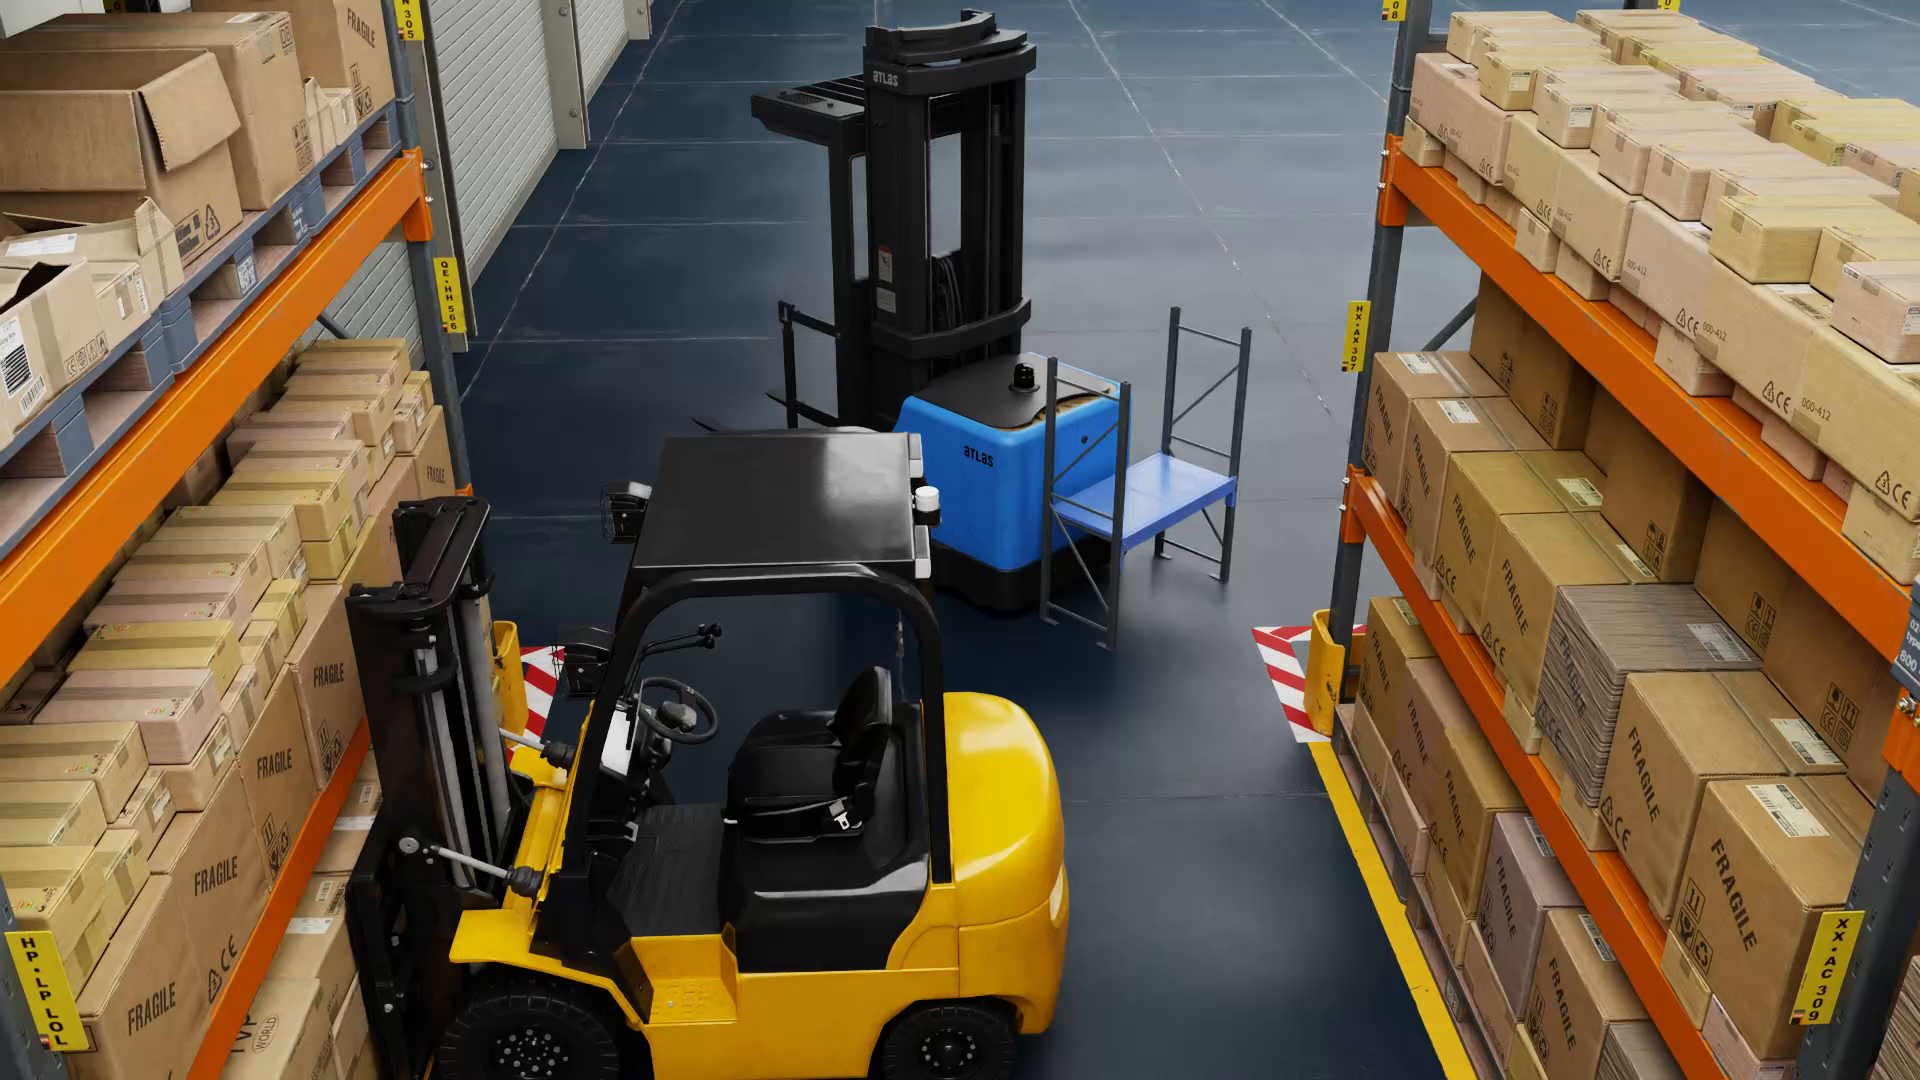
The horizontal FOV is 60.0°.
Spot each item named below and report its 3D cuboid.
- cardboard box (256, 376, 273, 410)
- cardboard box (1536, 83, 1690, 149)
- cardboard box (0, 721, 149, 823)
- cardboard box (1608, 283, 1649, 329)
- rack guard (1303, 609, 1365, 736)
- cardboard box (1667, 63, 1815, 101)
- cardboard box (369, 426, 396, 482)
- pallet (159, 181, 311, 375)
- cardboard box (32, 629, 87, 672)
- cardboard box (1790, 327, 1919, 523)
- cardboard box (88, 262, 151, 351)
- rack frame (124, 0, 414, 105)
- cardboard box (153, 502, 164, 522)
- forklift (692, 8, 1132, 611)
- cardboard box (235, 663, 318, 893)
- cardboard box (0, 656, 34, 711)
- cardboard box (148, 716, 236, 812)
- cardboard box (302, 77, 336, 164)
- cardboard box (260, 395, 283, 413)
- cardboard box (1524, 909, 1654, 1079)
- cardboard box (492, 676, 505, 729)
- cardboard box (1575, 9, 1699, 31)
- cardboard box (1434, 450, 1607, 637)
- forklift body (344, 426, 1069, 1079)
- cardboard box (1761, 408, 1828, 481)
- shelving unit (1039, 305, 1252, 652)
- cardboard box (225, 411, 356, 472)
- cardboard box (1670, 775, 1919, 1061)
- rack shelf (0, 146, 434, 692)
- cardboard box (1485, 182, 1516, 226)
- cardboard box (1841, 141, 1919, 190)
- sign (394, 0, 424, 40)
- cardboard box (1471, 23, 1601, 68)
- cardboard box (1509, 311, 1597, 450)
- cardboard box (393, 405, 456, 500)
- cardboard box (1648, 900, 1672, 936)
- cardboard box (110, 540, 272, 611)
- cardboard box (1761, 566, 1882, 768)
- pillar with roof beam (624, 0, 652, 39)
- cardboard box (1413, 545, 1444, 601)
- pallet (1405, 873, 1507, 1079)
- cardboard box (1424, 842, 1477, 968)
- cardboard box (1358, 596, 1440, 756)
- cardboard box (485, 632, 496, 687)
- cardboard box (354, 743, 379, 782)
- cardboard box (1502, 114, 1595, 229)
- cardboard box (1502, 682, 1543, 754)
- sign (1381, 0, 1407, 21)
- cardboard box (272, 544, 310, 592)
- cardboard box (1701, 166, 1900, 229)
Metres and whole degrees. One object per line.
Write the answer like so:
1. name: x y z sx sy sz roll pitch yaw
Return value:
1. cardboard box: -2.924 -0.576 6.480 0.380 0.149 0.250 0 28 -1
2. cardboard box: 2.052 -1.336 5.234 0.380 0.149 0.250 -1 28 -1
3. cardboard box: -2.317 0.596 4.232 0.380 0.149 0.250 -2 28 -4
4. cardboard box: 2.180 -0.744 4.962 0.380 0.149 0.250 -2 28 -3
5. rack guard: 2.281 0.625 8.011 1.175 0.500 0.348 -1 28 -3
6. cardboard box: 2.564 -1.473 5.496 0.380 0.149 0.250 -1 28 -3
7. cardboard box: -2.386 -0.337 6.343 0.380 0.149 0.250 -1 28 -2
8. pallet: -2.601 -0.796 4.884 1.003 0.211 1.213 -1 28 -3
9. cardboard box: -2.815 0.380 4.968 0.380 0.149 0.250 -2 28 -3
10. cardboard box: 2.194 -0.265 3.611 0.500 0.250 0.500 -2 28 -3
11. cardboard box: -2.231 -0.568 4.062 0.380 0.149 0.250 -1 28 -1
12. rack frame: -2.679 -3.057 5.880 1.000 3.000 0.127 -1 28 -3
13. cardboard box: -2.915 -0.098 5.563 0.380 0.149 0.250 -2 28 -4
14. forklift: -0.440 -1.506 9.468 1.130 2.935 3.031 -25 36 -39
15. cardboard box: -2.304 0.721 5.016 0.500 0.500 0.500 -2 28 -3
16. cardboard box: -2.857 0.373 4.660 0.380 0.149 0.250 -2 28 -3
17. cardboard box: -2.220 0.610 4.528 0.380 0.149 0.250 -1 28 -2
18. cardboard box: -2.319 -1.405 5.540 0.396 0.266 0.258 -1 28 -3
19. cardboard box: -2.844 -0.454 6.566 0.380 0.149 0.250 -1 28 -3
20. cardboard box: 2.159 1.528 5.286 0.500 0.500 0.500 -1 28 -2
21. cardboard box: -2.339 0.845 7.405 0.500 0.250 0.500 -1 28 -2
22. cardboard box: 2.590 -1.942 6.395 0.380 0.149 0.250 -1 28 -2
23. cardboard box: 2.083 0.005 6.067 0.500 0.500 0.500 -2 28 -4
24. forklift body: -0.758 0.811 5.869 2.313 2.155 1.214 -1 28 -3
25. cardboard box: 2.203 -0.265 4.042 0.380 0.149 0.250 -1 28 -2
26. shelving unit: 0.969 -0.337 8.770 0.538 1.500 1.048 24 36 37
27. cardboard box: -2.427 -0.350 6.047 0.380 0.149 0.250 -1 28 -2
28. cardboard box: 2.215 0.953 4.249 0.500 0.500 0.500 -2 28 -4
29. rack shelf: -2.575 -0.484 4.969 1.077 0.370 4.000 -1 28 -3
30. cardboard box: 2.091 -1.220 5.874 0.380 0.149 0.250 -2 28 -3
31. cardboard box: 2.673 -0.997 4.584 0.380 0.149 0.250 -2 28 -3
32. sign: -2.137 -2.091 6.400 0.100 0.325 0.005 -1 28 -3
33. cardboard box: 2.121 -1.806 6.134 0.380 0.149 0.250 -1 28 -3
34. cardboard box: 2.541 -0.674 6.287 0.700 0.500 0.500 -1 28 -2
35. cardboard box: -2.391 -0.220 6.821 0.500 0.500 0.500 -2 28 -4
36. cardboard box: 2.210 1.062 4.743 0.380 0.149 0.250 -1 28 -2
37. cardboard box: -2.368 0.124 5.137 0.380 0.149 0.250 -1 28 -2
38. cardboard box: 2.675 0.264 4.489 0.700 0.500 0.500 -1 28 -2
39. pillar with roof beam: -0.184 -11.130 21.359 9.100 9.000 0.400 -1 28 -3
40. cardboard box: 2.016 0.114 6.560 0.380 0.149 0.250 -1 28 -2
41. pallet: 2.349 1.691 6.280 1.003 0.211 1.213 -1 28 -3
42. cardboard box: 2.104 1.381 6.377 0.500 0.250 0.500 0 28 1
43. cardboard box: 2.045 0.572 7.118 0.500 0.500 0.500 -2 28 -4
44. cardboard box: -2.342 0.632 7.274 0.500 0.250 0.500 -2 28 -3
45. cardboard box: -2.275 0.866 6.284 0.500 0.250 0.500 -1 28 -2
46. cardboard box: 2.106 -1.204 5.412 0.500 0.250 0.500 -1 28 -1
47. cardboard box: 2.076 0.593 5.641 0.380 0.149 0.250 -1 28 -2
48. sign: 1.736 -2.223 6.580 0.100 0.325 0.005 -1 28 -3
49. cardboard box: -2.367 0.134 5.440 0.380 0.149 0.250 -2 28 -3
50. cardboard box: 2.182 -0.865 4.331 0.380 0.149 0.250 -2 28 -4
